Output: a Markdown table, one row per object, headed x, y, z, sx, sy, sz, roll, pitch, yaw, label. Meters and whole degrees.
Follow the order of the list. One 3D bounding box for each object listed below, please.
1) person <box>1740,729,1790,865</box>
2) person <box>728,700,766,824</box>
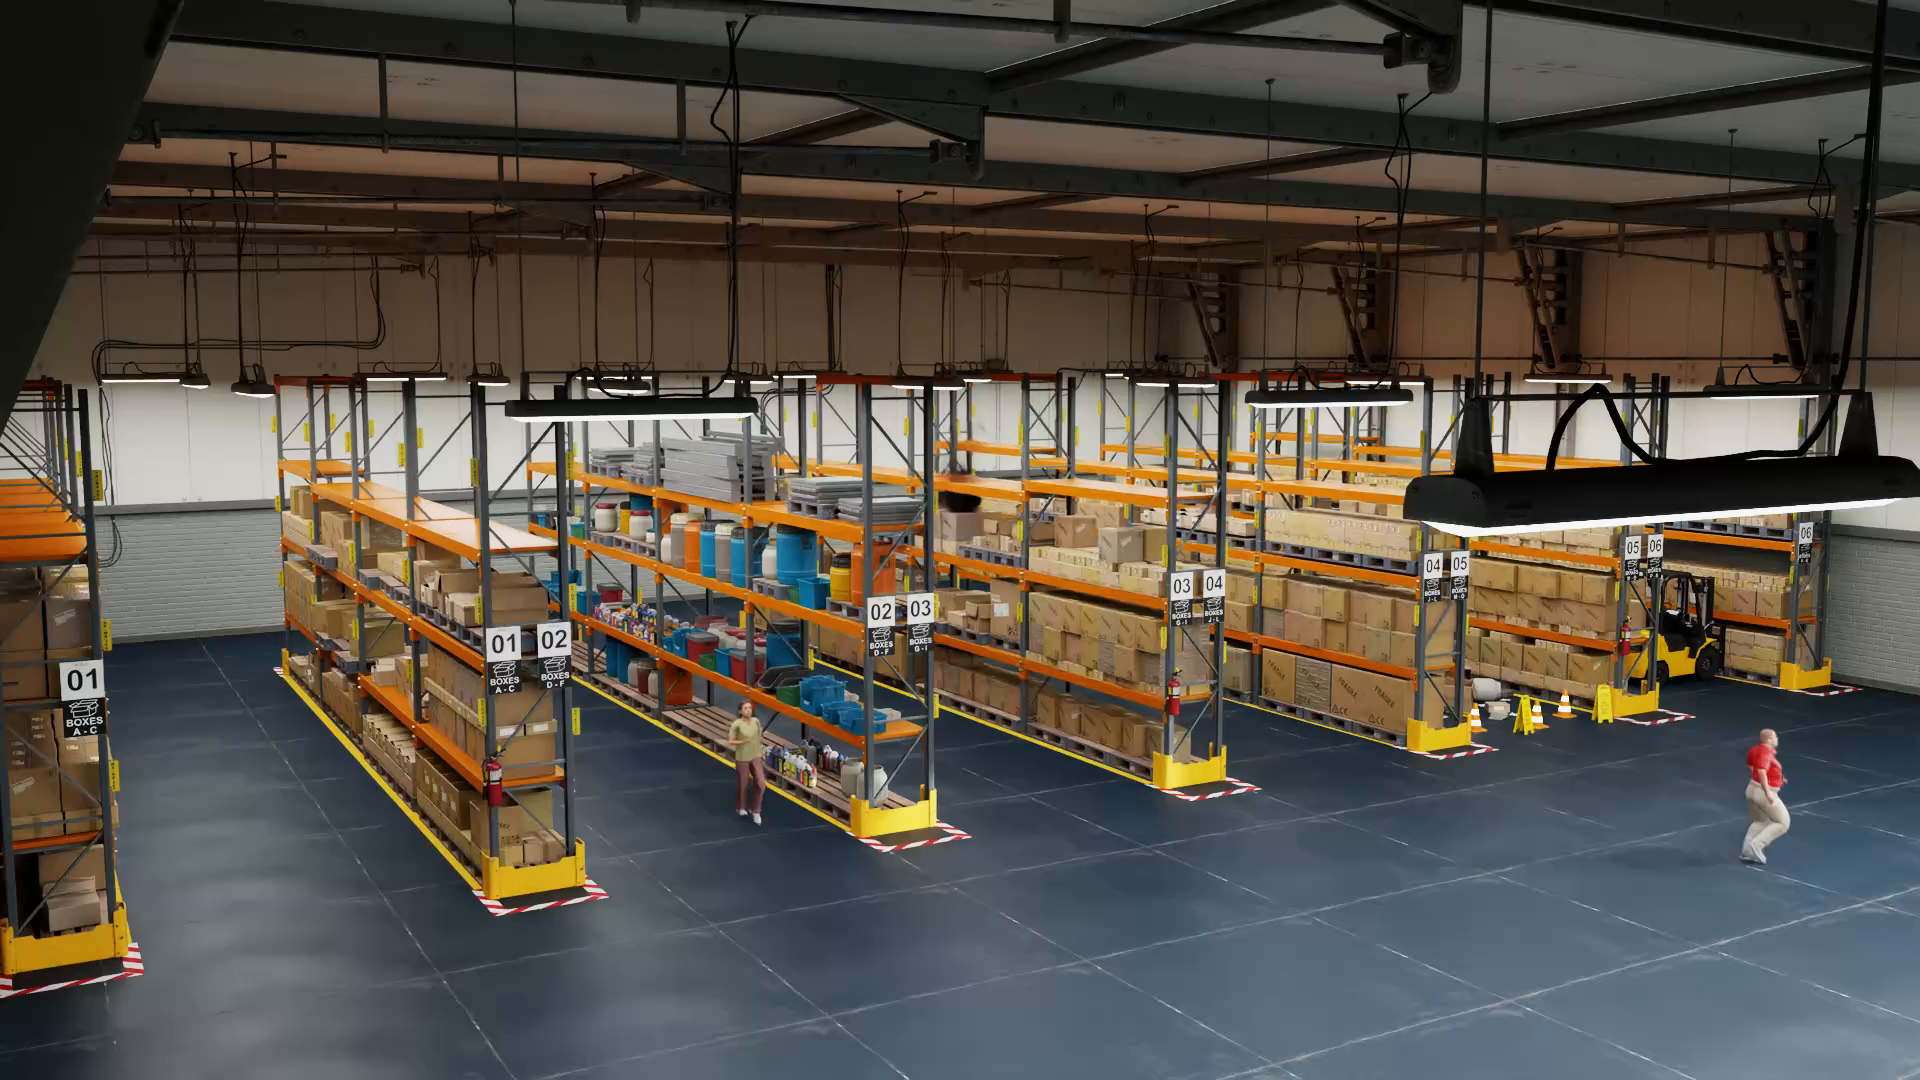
| x | y | z | sx | sy | sz | roll | pitch | yaw | label |
| --- | --- | --- | --- | --- | --- | --- | --- | --- | --- |
| 10.147 | 3.208 | 20.882 | 0.597 | 1.689 | 0.668 | 0 | 6 | -2 | person |
| -2.901 | 3.021 | 22.716 | 0.558 | 1.705 | 0.670 | -3 | 7 | -28 | person |
